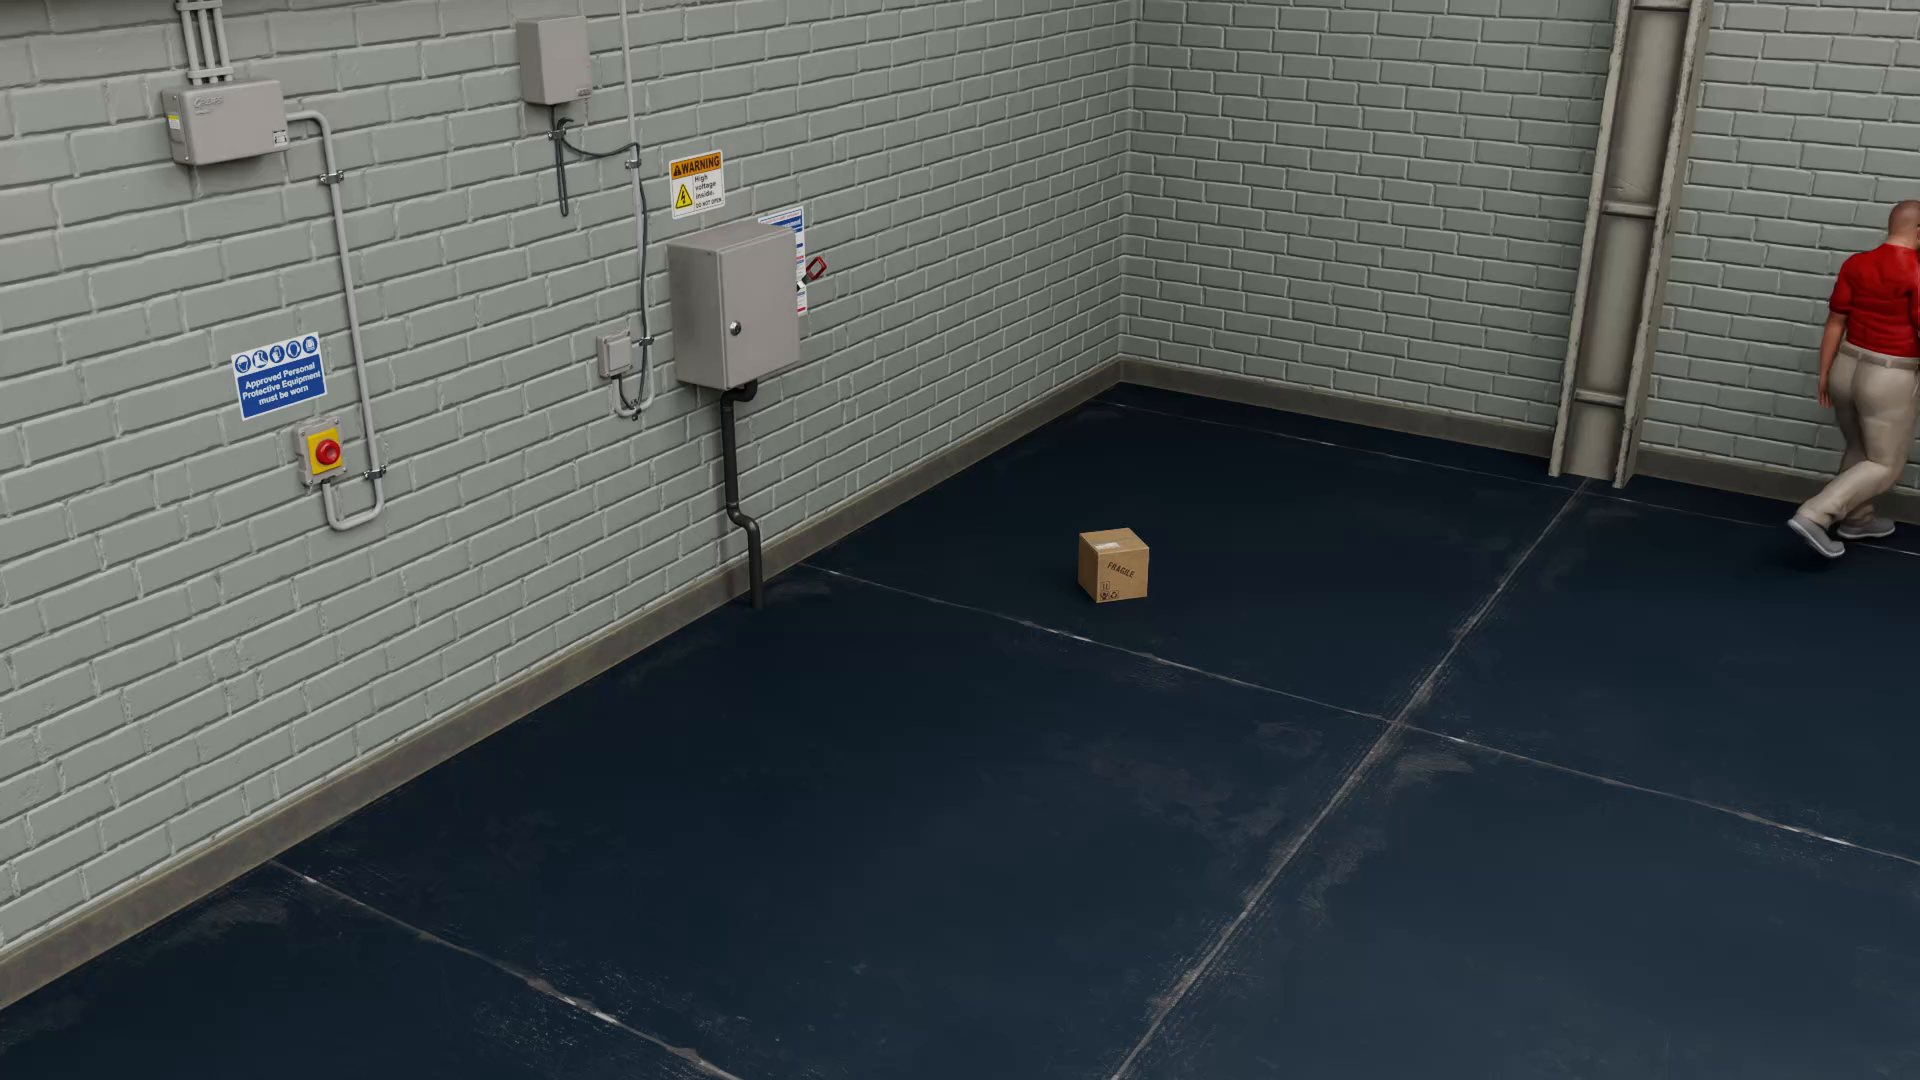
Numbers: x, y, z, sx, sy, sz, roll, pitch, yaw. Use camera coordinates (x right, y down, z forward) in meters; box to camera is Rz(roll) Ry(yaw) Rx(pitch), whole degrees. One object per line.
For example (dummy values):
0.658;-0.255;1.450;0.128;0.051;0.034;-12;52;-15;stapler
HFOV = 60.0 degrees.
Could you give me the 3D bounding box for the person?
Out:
4.319;-0.744;7.864;0.878;1.713;0.549;-9;24;-20;person
